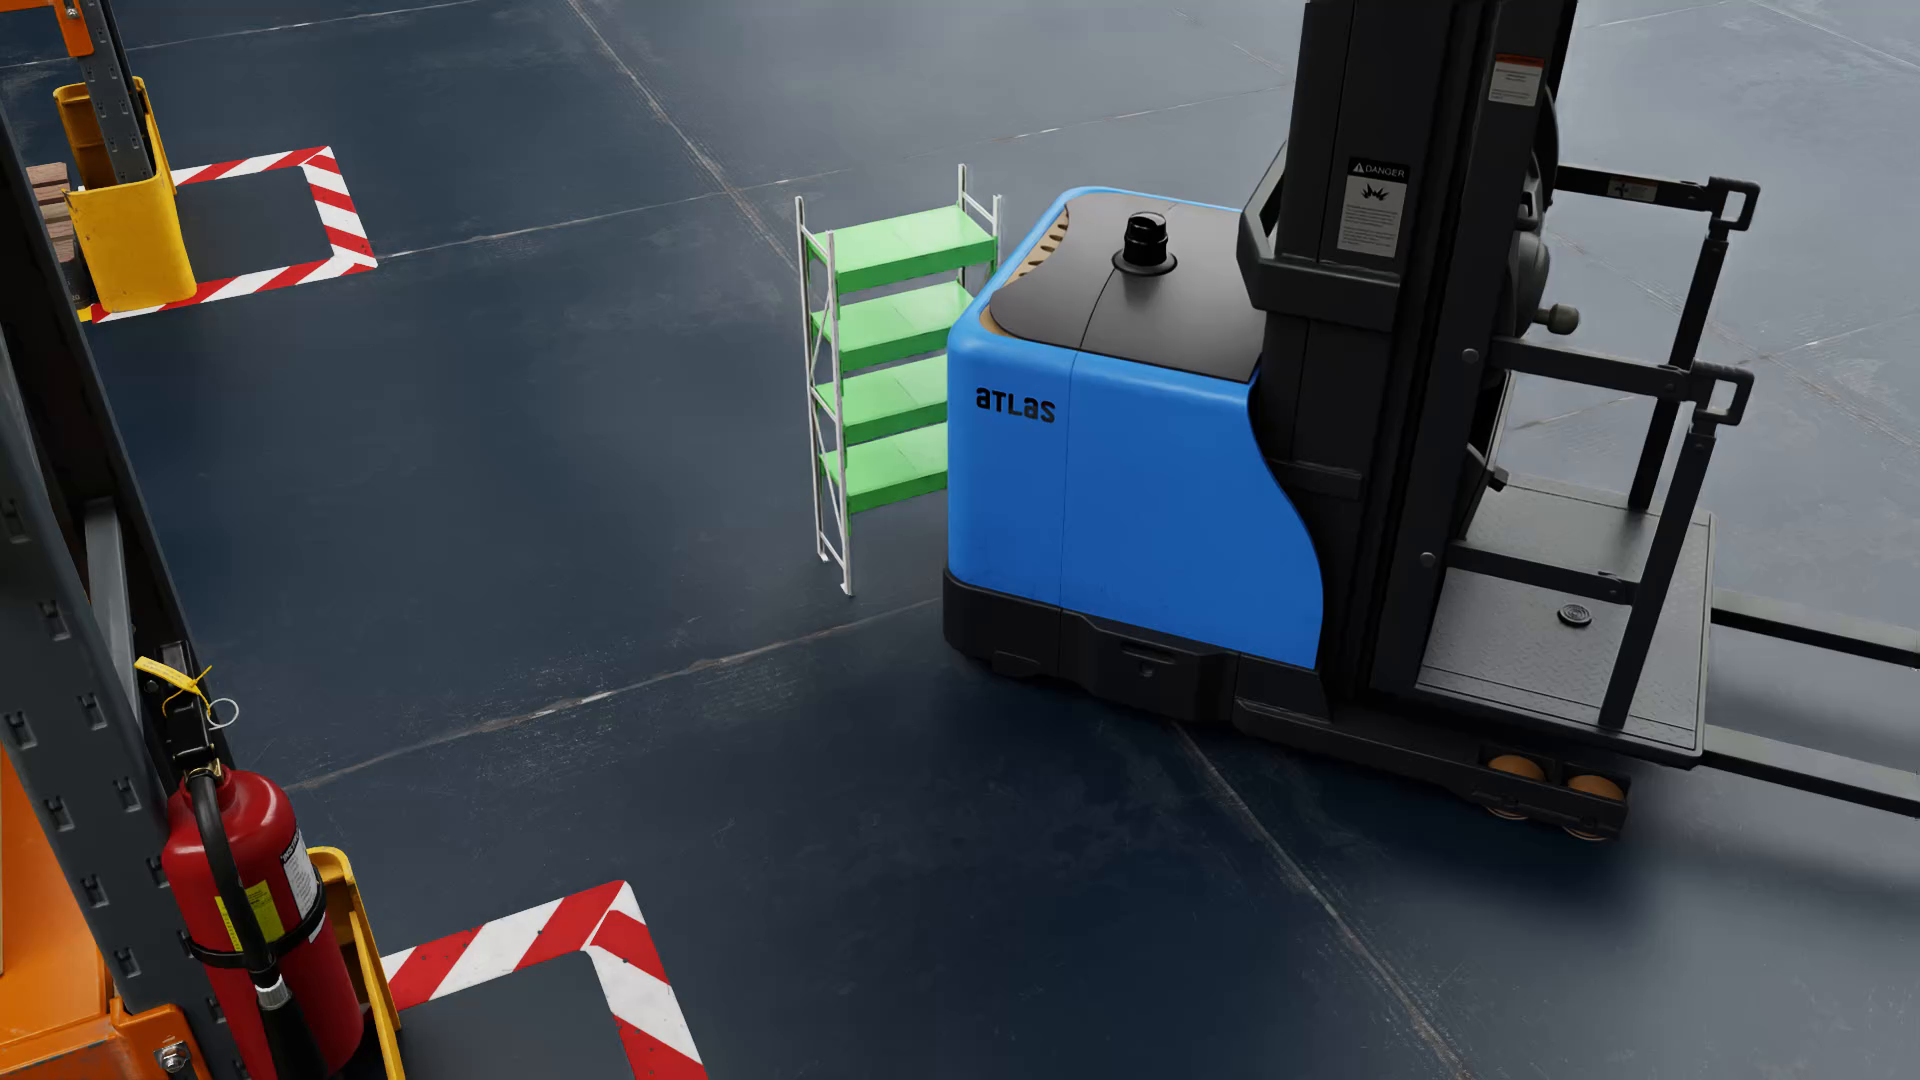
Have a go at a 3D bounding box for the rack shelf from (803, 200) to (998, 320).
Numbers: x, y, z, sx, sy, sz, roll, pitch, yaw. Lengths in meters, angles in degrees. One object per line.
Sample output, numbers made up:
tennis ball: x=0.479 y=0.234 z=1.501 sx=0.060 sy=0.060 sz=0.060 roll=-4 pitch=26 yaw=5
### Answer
rack shelf: x=-0.166 y=-0.776 z=4.591 sx=0.480 sy=0.148 sz=0.258 roll=-16 pitch=39 yaw=-20

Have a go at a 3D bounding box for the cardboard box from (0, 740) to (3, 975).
cardboard box: x=-1.675 y=0.271 z=2.283 sx=0.500 sy=0.500 sz=0.700 roll=-16 pitch=39 yaw=-20

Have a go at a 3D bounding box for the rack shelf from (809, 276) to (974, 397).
rack shelf: x=-0.166 y=-0.584 z=4.734 sx=0.480 sy=0.148 sz=0.258 roll=-16 pitch=39 yaw=-20

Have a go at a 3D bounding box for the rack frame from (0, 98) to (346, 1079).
rack frame: x=-1.247 y=0.200 z=2.463 sx=0.127 sy=3.000 sz=1.000 roll=-16 pitch=39 yaw=-20

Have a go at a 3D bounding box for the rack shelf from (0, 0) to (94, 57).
rack shelf: x=-5.158 y=-1.677 z=5.597 sx=4.000 sy=0.370 sz=1.077 roll=-16 pitch=39 yaw=-20

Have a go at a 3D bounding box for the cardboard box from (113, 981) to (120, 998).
cardboard box: x=-1.827 y=1.151 z=3.135 sx=0.500 sy=0.250 sz=0.500 roll=-16 pitch=39 yaw=-20

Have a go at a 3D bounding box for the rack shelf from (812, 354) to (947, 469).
rack shelf: x=-0.166 y=-0.391 z=4.877 sx=0.480 sy=0.148 sz=0.258 roll=-16 pitch=39 yaw=-20

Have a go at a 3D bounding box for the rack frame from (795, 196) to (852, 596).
rack frame: x=-0.386 y=-0.379 z=4.754 sx=0.015 sy=1.200 sz=0.240 roll=-16 pitch=39 yaw=-20

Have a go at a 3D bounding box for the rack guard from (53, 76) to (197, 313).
rack guard: x=-3.397 y=-1.424 z=6.750 sx=0.348 sy=0.500 sz=1.175 roll=-16 pitch=39 yaw=-20

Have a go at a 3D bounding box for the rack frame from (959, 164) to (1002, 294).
rack frame: x=0.054 y=-0.505 z=4.924 sx=0.015 sy=1.200 sz=0.240 roll=-16 pitch=39 yaw=-20

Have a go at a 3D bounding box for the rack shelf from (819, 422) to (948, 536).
rack shelf: x=-0.166 y=-0.198 z=5.020 sx=0.480 sy=0.148 sz=0.258 roll=-16 pitch=39 yaw=-20

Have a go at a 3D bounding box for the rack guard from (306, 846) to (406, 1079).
rack guard: x=-1.225 y=1.198 z=3.216 sx=0.348 sy=0.500 sz=1.175 roll=-16 pitch=39 yaw=-20

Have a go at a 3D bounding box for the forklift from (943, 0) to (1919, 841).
forklift: x=1.522 y=-0.775 z=3.835 sx=3.031 sy=2.935 sz=1.130 roll=13 pitch=39 yaw=17

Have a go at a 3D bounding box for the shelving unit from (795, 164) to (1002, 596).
shelving unit: x=-0.166 y=-0.442 z=4.839 sx=0.503 sy=1.200 sz=0.258 roll=-16 pitch=39 yaw=-20

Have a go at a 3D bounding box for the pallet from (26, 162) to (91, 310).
pallet: x=-4.134 y=-1.105 z=6.563 sx=1.213 sy=0.211 sz=1.003 roll=-16 pitch=39 yaw=-20

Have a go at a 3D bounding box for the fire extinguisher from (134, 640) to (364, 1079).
fire extinguisher: x=-0.942 y=0.452 z=2.188 sx=0.183 sy=0.674 sz=0.296 roll=-16 pitch=39 yaw=-20

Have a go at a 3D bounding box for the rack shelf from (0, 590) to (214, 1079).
rack shelf: x=-3.057 y=0.995 z=1.994 sx=4.000 sy=0.370 sz=1.077 roll=-16 pitch=39 yaw=-20

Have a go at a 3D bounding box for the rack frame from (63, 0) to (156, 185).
rack frame: x=-3.348 y=-2.472 z=6.065 sx=0.127 sy=3.000 sz=1.000 roll=-16 pitch=39 yaw=-20
